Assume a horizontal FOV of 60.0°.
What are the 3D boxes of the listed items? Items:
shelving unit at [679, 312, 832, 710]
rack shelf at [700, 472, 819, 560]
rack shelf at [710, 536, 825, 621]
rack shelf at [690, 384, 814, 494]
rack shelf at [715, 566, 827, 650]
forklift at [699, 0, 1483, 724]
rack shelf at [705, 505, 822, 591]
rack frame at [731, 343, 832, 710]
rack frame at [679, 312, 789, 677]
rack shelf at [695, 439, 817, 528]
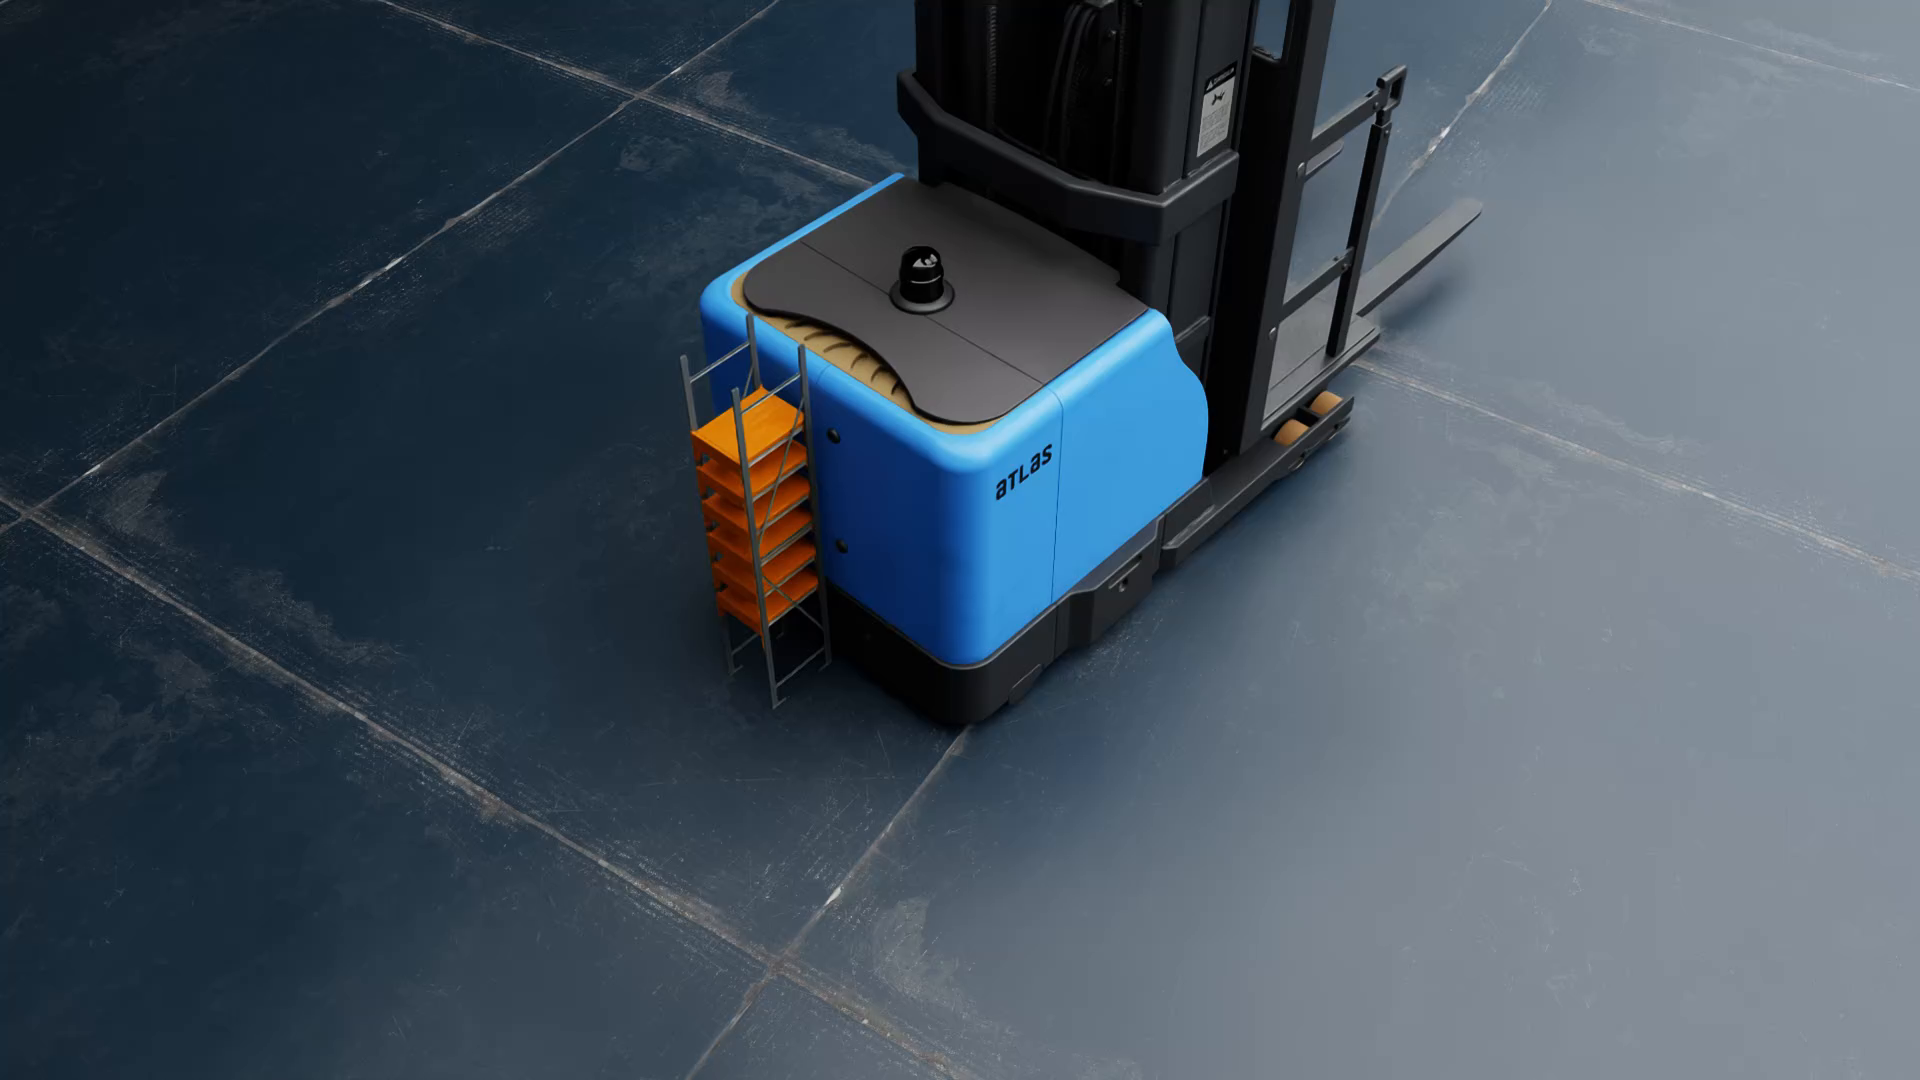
[{"bbox_3d":[-0.527,-0.040,4.452,0.189,1.200,0.258,32,54,28],"label":"shelving unit"},{"bbox_3d":[-0.527,-0.092,4.398,0.180,0.103,0.258,32,54,28],"label":"rack shelf"},{"bbox_3d":[-0.527,0.075,4.570,0.180,0.103,0.258,32,54,28],"label":"rack shelf"},{"bbox_3d":[-0.527,-0.260,4.226,0.180,0.103,0.258,32,54,28],"label":"rack shelf"},{"bbox_3d":[-0.527,0.159,4.656,0.180,0.103,0.258,32,54,28],"label":"rack shelf"},{"bbox_3d":[0.660,-1.475,4.640,1.130,2.935,3.031,34,55,28],"label":"forklift"},{"bbox_3d":[-0.527,-0.009,4.484,0.180,0.103,0.258,32,54,28],"label":"rack shelf"},{"bbox_3d":[-0.459,0.004,4.410,0.006,1.200,0.240,32,54,28],"label":"rack frame"},{"bbox_3d":[-0.596,-0.083,4.494,0.006,1.200,0.240,32,54,28],"label":"rack frame"},{"bbox_3d":[-0.527,-0.176,4.312,0.180,0.103,0.258,32,54,28],"label":"rack shelf"}]
